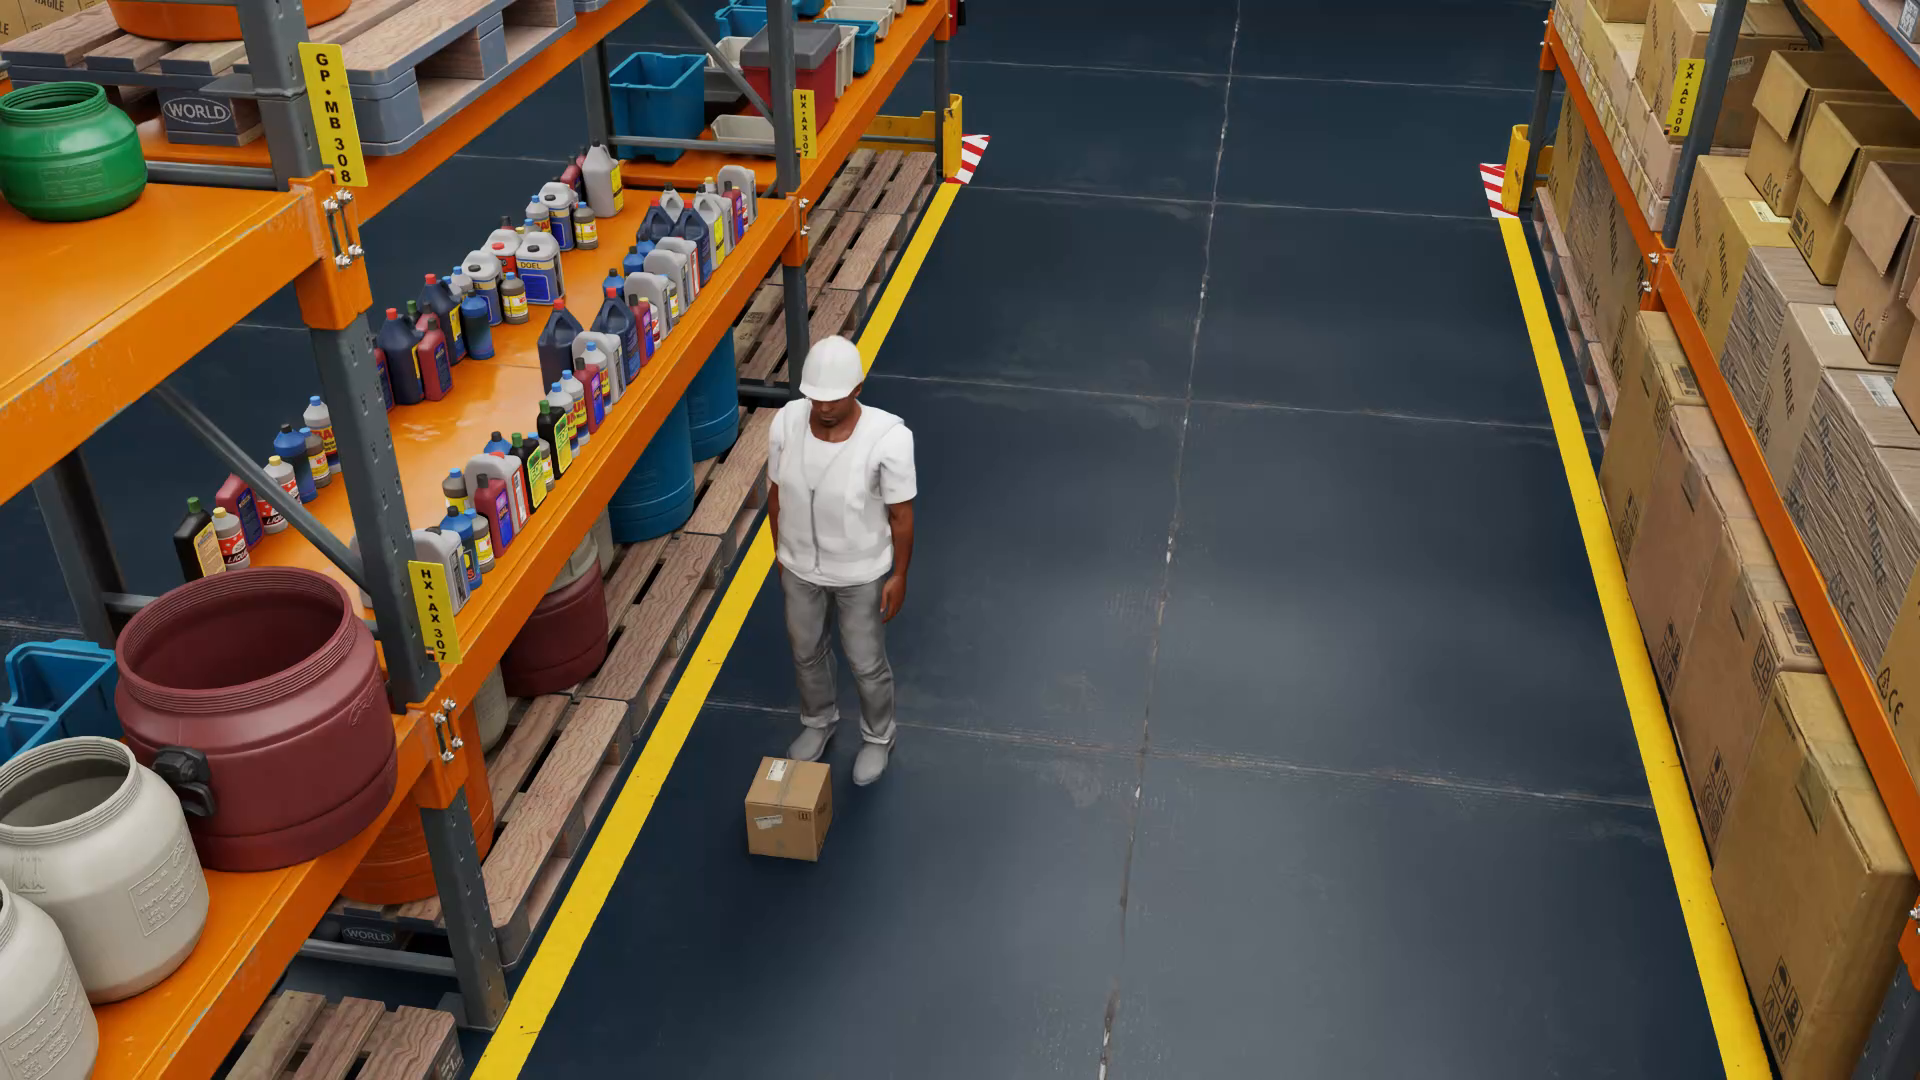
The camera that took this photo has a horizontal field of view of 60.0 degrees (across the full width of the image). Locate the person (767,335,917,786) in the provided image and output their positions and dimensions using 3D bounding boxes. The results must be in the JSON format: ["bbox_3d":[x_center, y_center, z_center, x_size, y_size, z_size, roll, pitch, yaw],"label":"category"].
[{"bbox_3d":[-0.432,0.087,5.994,0.565,1.778,0.361,11,34,17],"label":"person"}]
